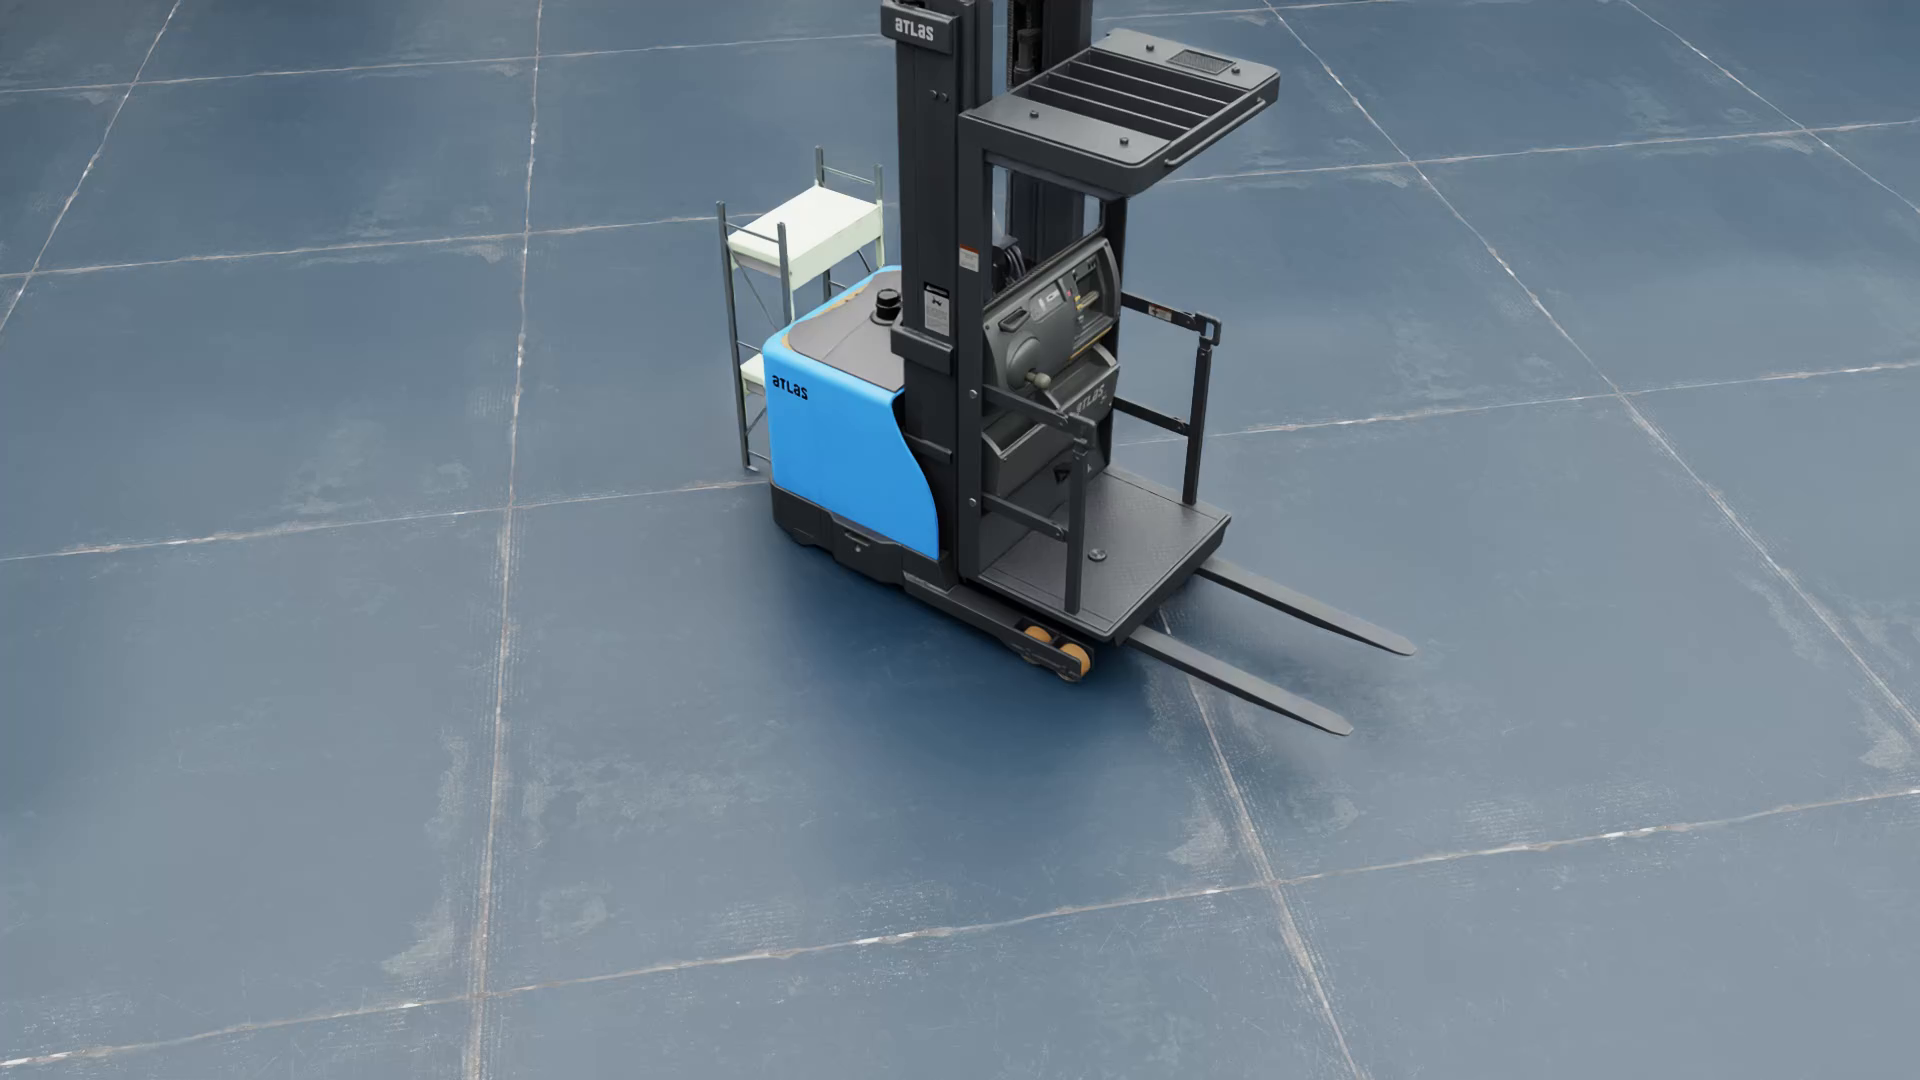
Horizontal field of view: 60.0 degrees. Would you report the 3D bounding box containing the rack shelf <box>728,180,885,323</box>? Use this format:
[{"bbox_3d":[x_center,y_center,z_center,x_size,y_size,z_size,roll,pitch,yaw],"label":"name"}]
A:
[{"bbox_3d":[-0.753,-1.404,8.097,0.431,0.370,0.720,23,43,27],"label":"rack shelf"}]

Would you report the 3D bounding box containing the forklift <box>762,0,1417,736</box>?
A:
[{"bbox_3d":[0.564,-0.905,6.925,3.031,2.935,1.130,25,44,28],"label":"forklift"}]

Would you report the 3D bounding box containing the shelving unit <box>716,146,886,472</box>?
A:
[{"bbox_3d":[-0.752,-1.095,8.336,0.431,1.500,0.755,23,43,27],"label":"shelving unit"}]

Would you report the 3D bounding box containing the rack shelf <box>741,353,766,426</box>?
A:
[{"bbox_3d":[-0.751,-0.837,8.535,0.431,0.370,0.720,23,43,27],"label":"rack shelf"}]

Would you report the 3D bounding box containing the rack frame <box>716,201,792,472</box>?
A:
[{"bbox_3d":[-0.961,-0.911,8.098,0.400,1.500,0.023,23,43,27],"label":"rack frame"}]

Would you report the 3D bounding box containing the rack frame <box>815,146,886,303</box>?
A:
[{"bbox_3d":[-0.543,-1.280,8.573,0.400,1.500,0.023,23,43,27],"label":"rack frame"}]
